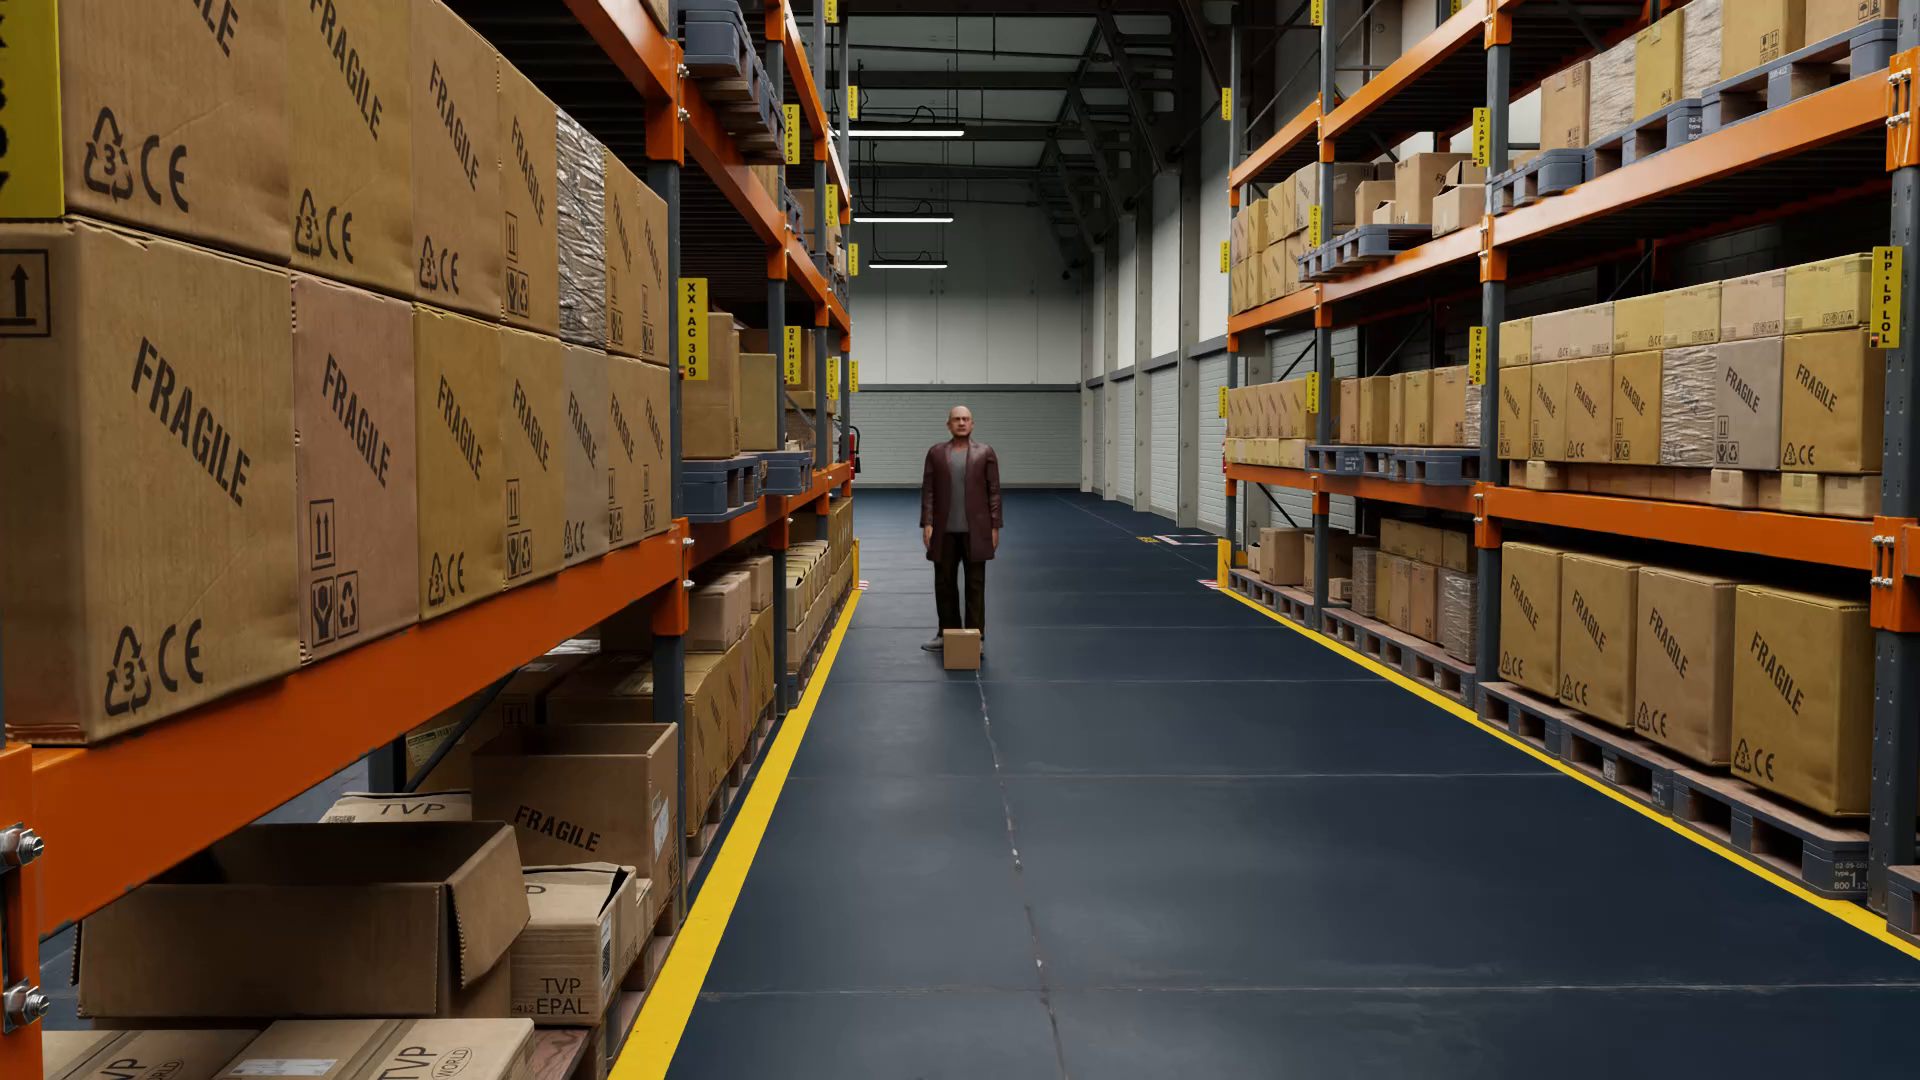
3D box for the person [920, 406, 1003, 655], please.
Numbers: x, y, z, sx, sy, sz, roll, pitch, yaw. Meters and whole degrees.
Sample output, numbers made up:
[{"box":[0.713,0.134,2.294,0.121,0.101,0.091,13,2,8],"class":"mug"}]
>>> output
[{"box":[0.009,-0.073,11.985,0.595,1.782,0.465,0,4,7],"class":"person"}]
